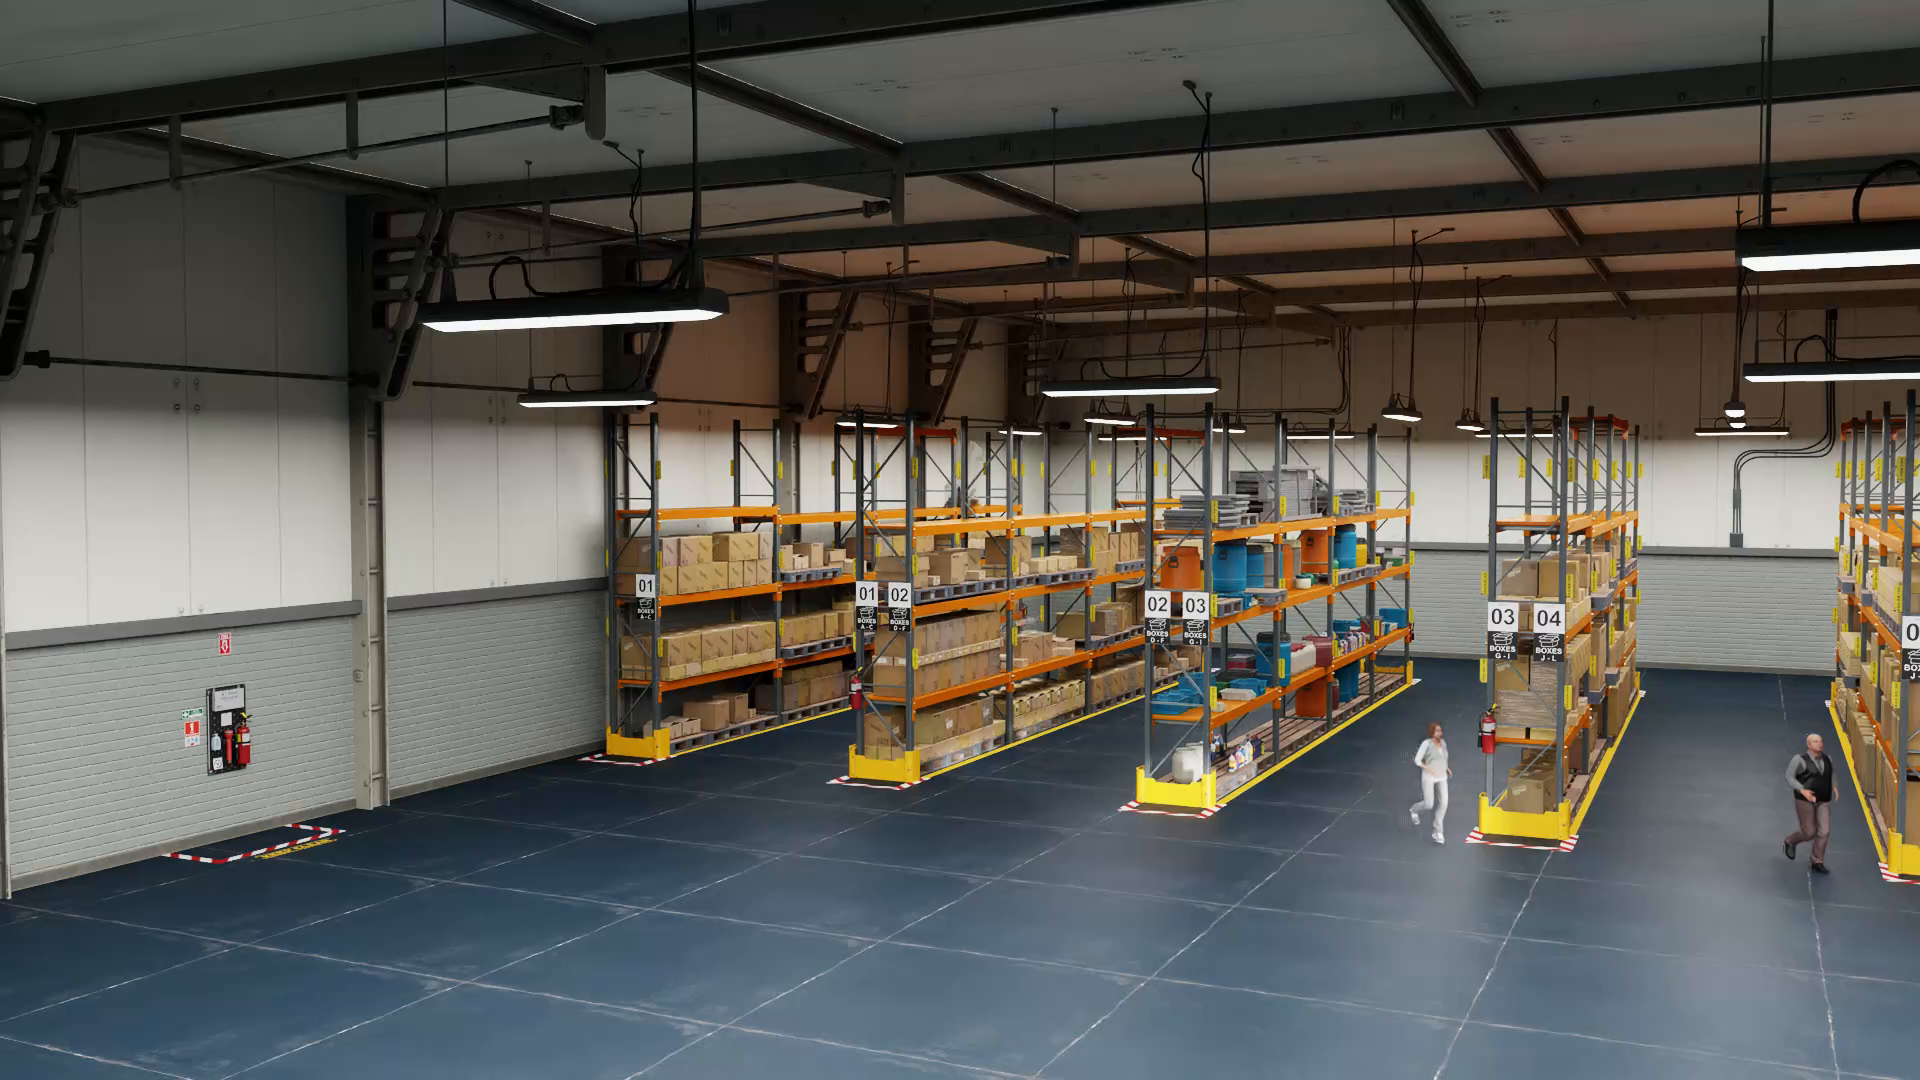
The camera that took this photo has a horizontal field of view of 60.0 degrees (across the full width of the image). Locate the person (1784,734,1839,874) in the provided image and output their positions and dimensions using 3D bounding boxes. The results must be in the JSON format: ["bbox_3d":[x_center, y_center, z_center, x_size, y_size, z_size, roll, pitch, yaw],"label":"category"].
[{"bbox_3d":[10.694,3.279,20.882,0.688,1.708,0.711,0,2,-5],"label":"person"}]

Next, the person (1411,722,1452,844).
[{"bbox_3d":[6.444,3.273,22.666,0.568,1.590,0.810,-1,3,-17],"label":"person"}]
